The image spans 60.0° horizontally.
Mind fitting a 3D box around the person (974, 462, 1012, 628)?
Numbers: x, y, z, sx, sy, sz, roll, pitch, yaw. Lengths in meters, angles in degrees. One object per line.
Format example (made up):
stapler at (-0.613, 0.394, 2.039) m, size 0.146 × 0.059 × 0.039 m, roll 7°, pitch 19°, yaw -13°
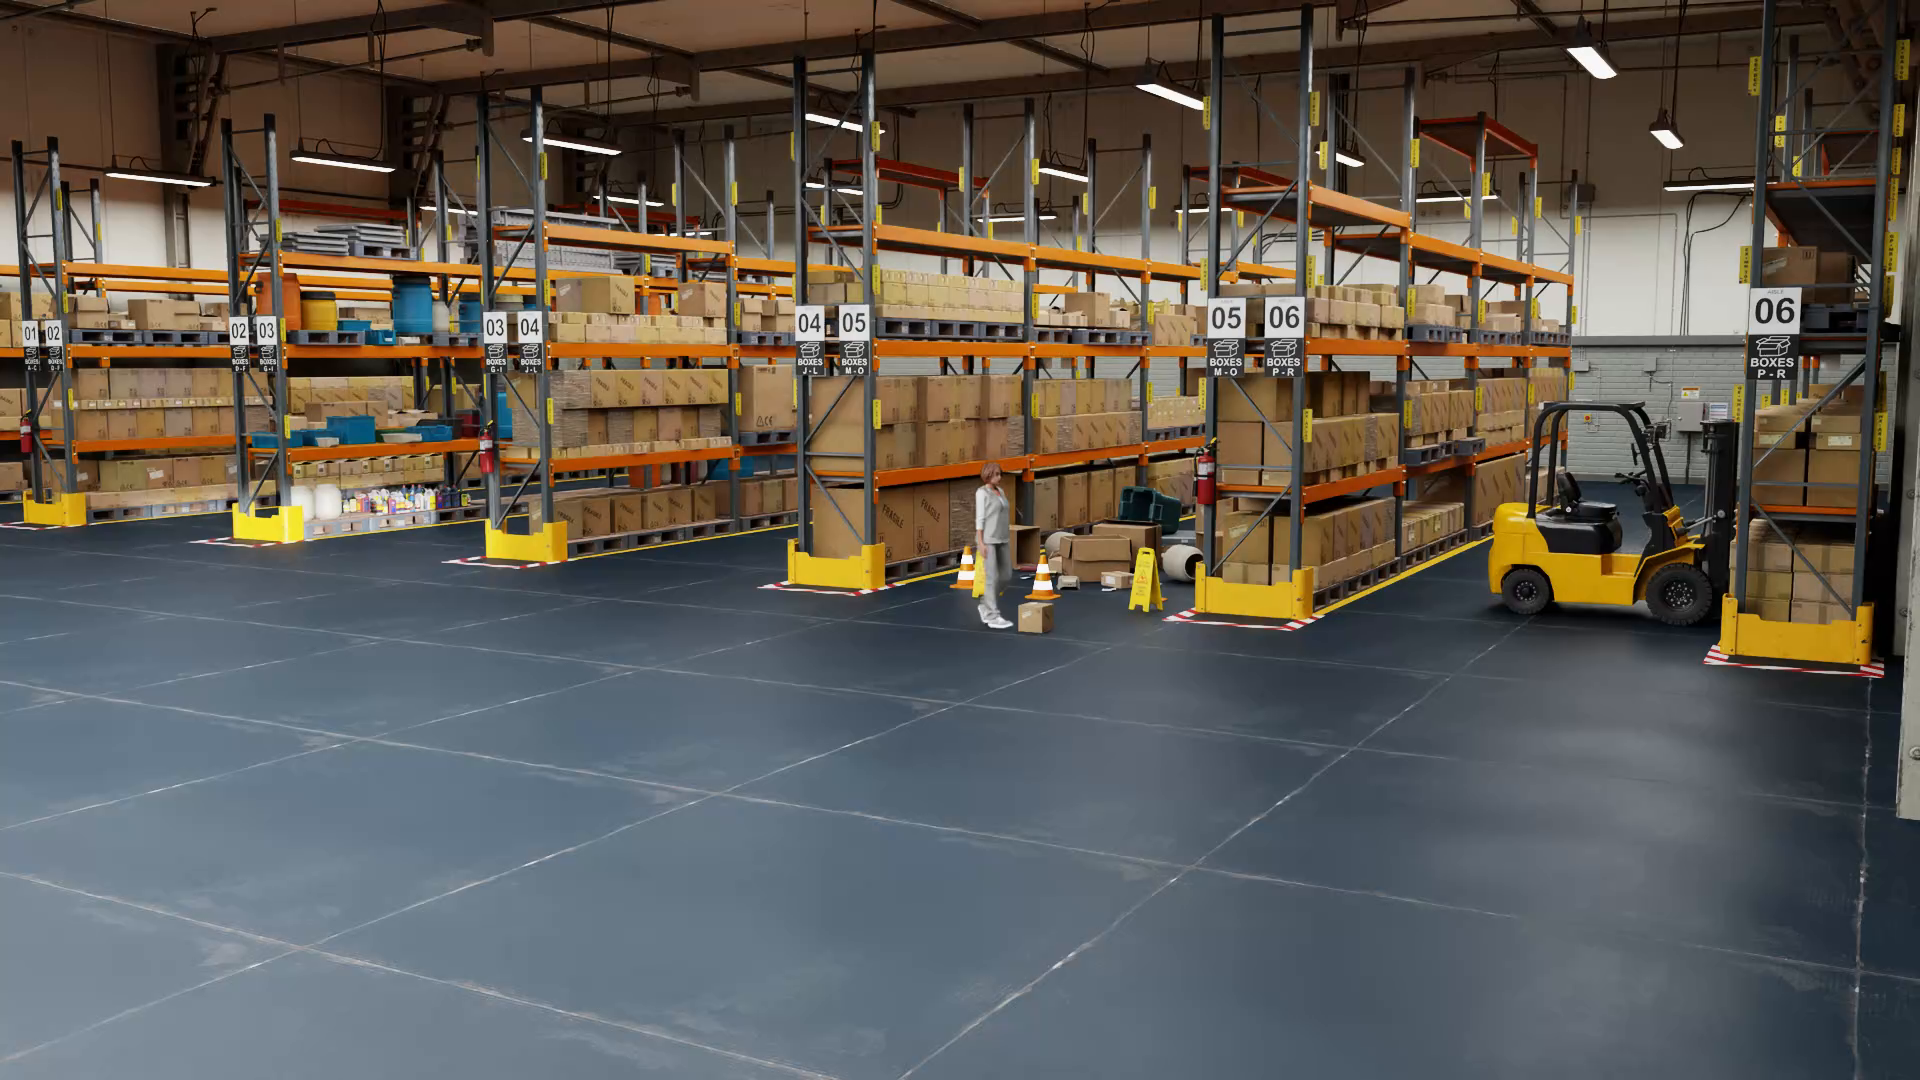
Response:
person at (0.308, 0.037, 16.096) m, size 0.530 × 1.590 × 0.446 m, roll 5°, pitch 8°, yaw 38°
